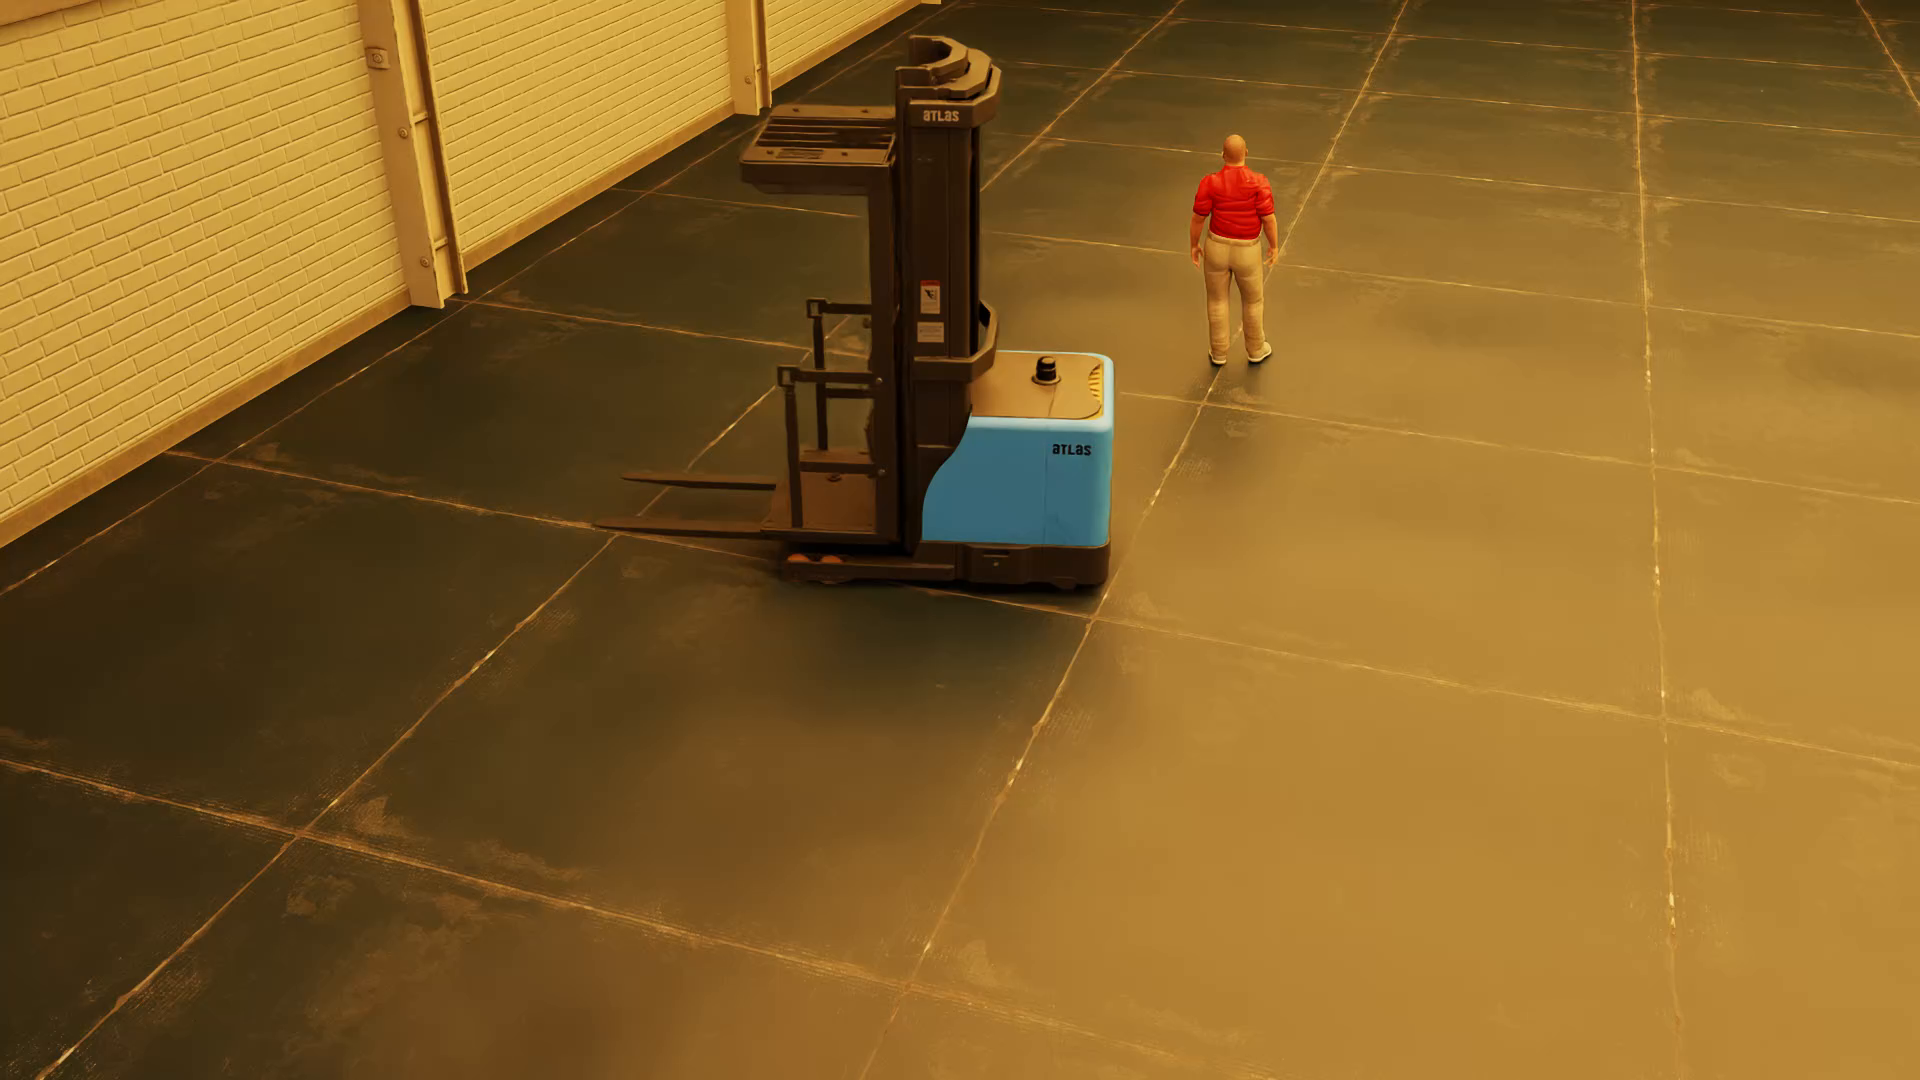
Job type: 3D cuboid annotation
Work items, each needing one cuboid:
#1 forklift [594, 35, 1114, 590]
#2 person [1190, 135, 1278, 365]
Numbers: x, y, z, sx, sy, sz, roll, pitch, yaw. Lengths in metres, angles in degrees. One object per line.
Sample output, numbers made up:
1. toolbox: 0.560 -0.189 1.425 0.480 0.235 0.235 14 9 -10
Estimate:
1. forklift: -0.625 -1.272 9.368 3.031 2.935 1.130 2 30 4
2. person: 1.991 -2.111 12.039 0.640 1.727 0.551 7 31 13
